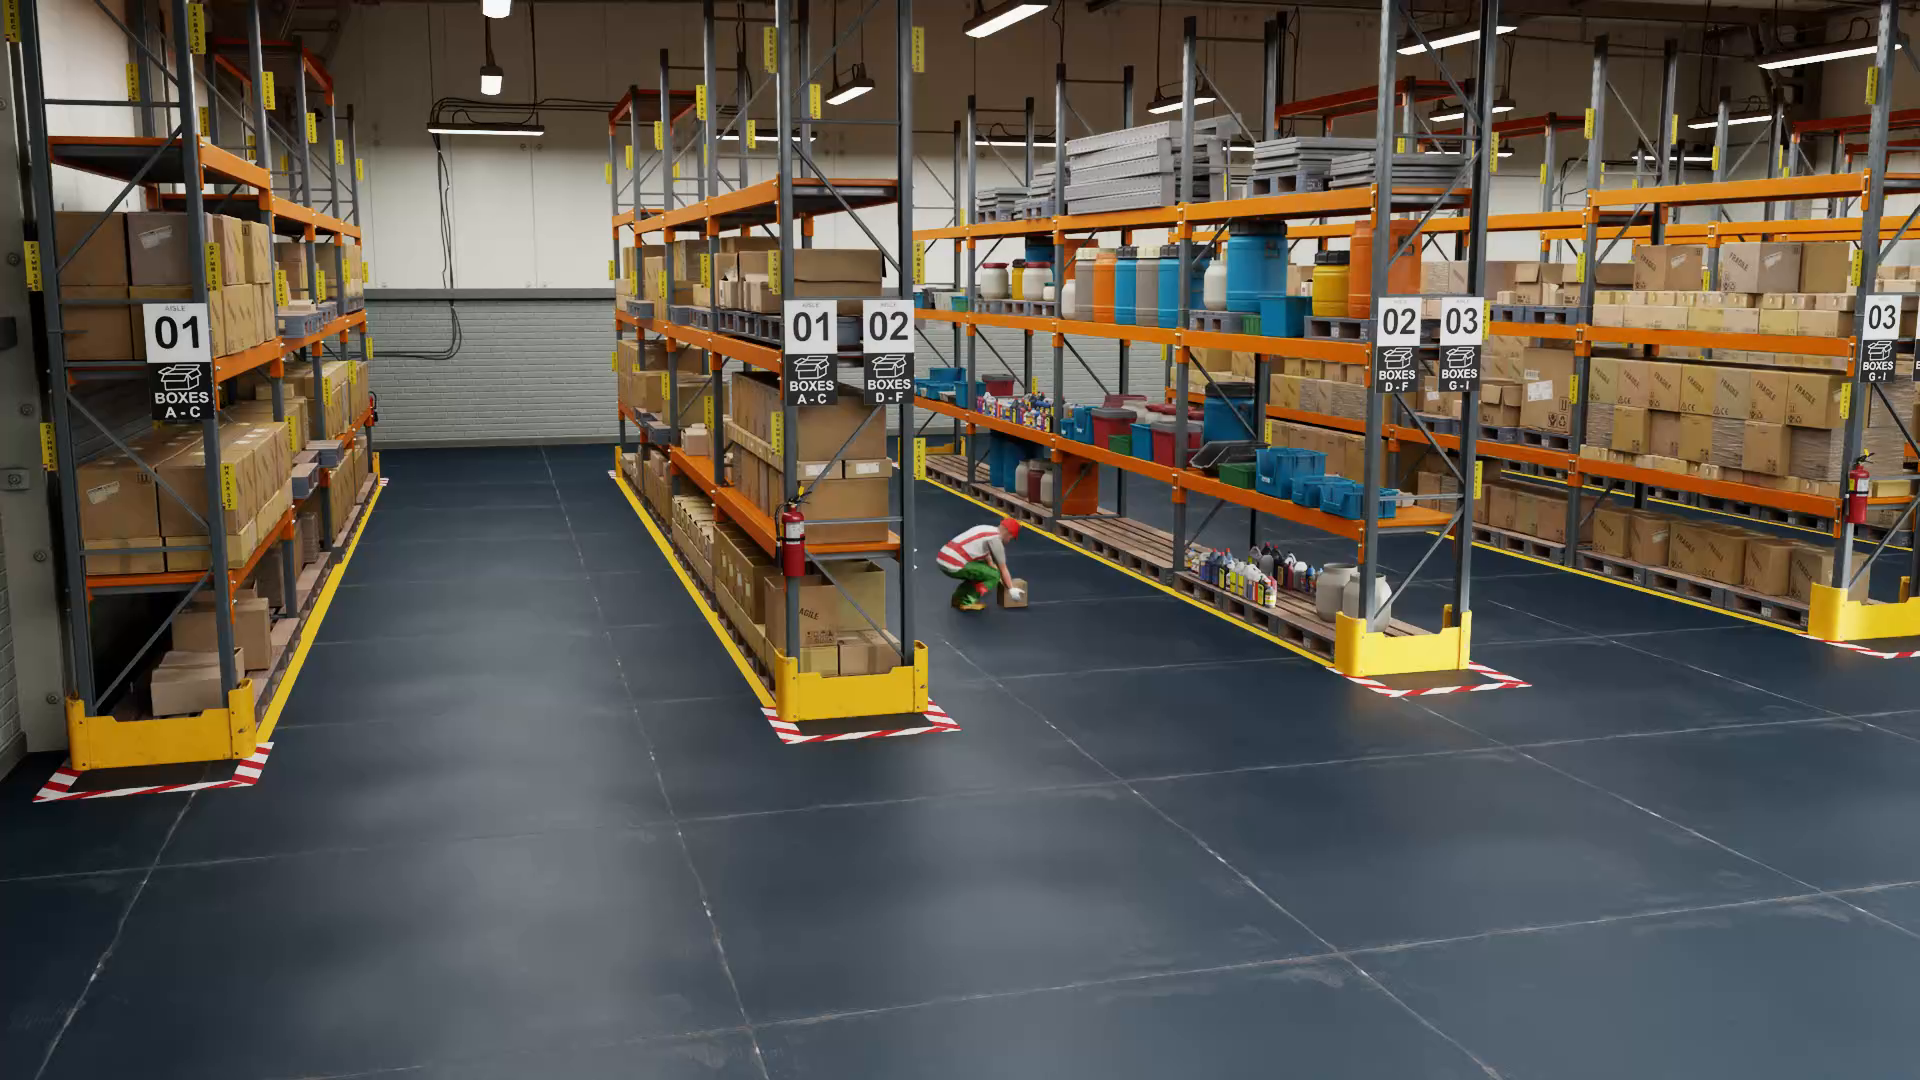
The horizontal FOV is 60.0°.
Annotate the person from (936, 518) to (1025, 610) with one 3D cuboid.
[{"bbox_3d":[0.197,0.239,17.105,0.887,0.906,0.571,-3,10,-16],"label":"person"}]
